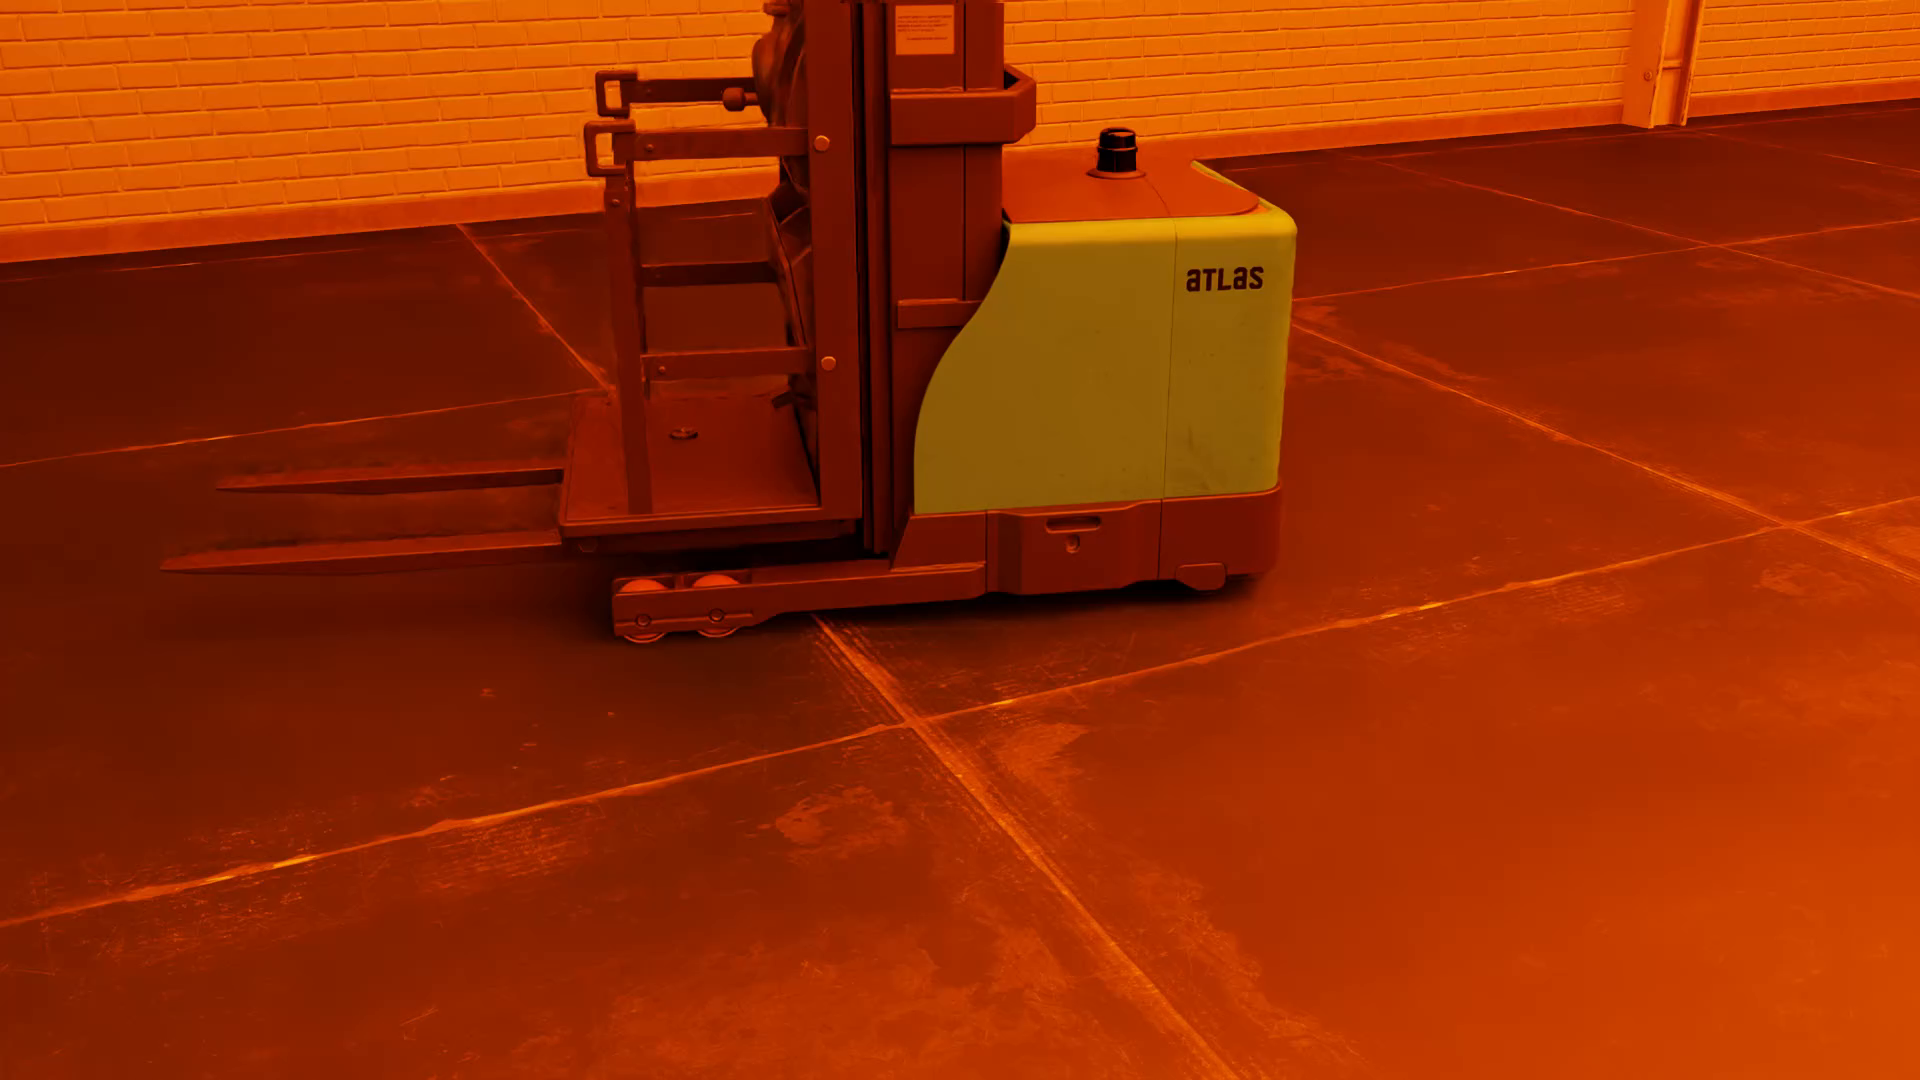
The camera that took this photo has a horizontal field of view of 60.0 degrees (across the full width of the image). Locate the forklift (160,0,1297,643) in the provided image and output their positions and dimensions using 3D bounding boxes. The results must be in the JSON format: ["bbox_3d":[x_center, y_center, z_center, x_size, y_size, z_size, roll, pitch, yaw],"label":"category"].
[{"bbox_3d":[-0.657,-1.297,4.408,3.031,2.935,1.130,-4,23,-9],"label":"forklift"}]
